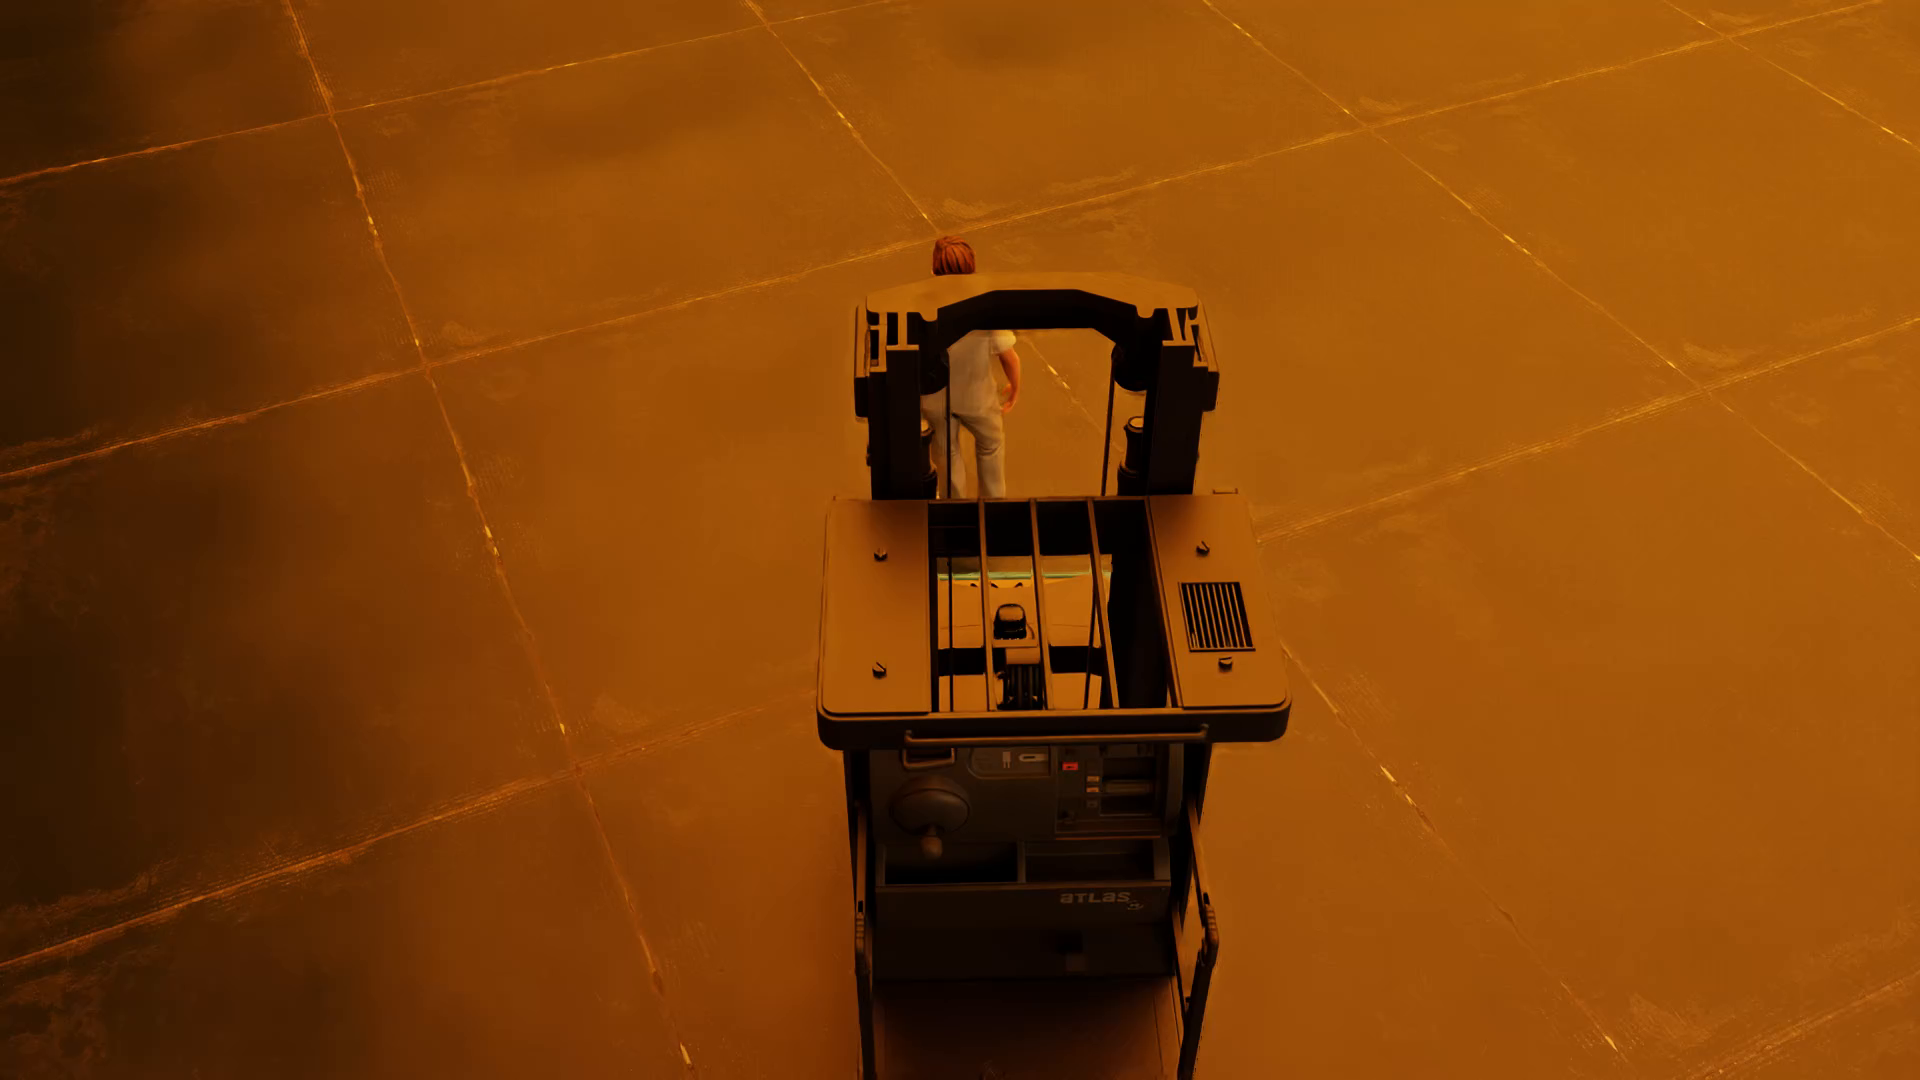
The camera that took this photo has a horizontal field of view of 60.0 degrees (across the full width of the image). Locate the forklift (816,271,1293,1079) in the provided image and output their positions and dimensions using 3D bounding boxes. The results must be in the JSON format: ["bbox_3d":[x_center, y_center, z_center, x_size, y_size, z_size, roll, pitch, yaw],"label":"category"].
[{"bbox_3d":[0.205,0.833,4.788,1.130,2.935,3.031,-1,43,-1],"label":"forklift"}]

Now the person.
[{"bbox_3d":[-0.010,-0.695,7.364,0.549,1.665,0.604,1,43,1],"label":"person"}]
